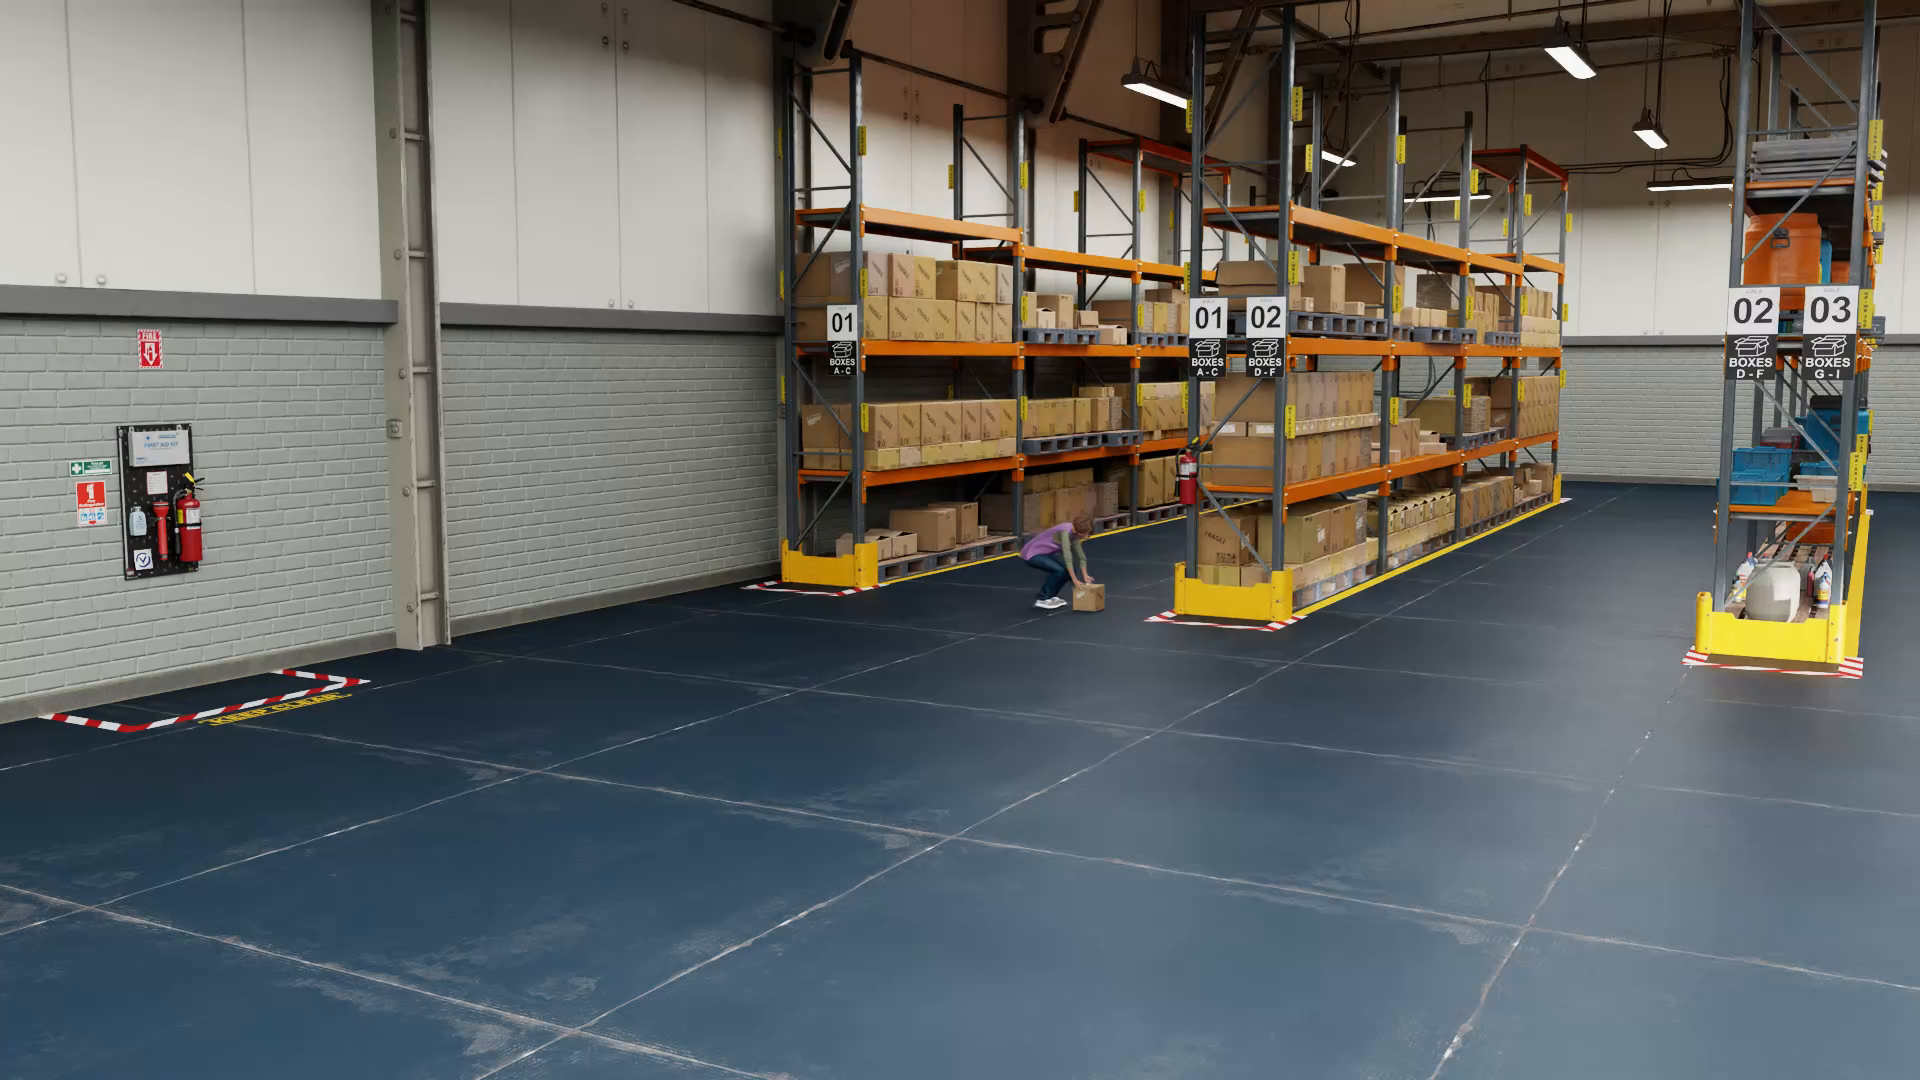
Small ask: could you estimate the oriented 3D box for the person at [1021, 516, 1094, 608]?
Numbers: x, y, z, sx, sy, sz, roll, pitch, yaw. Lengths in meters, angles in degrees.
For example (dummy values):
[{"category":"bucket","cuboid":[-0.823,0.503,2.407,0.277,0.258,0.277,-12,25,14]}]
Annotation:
[{"category":"person","cuboid":[1.029,0.223,17.466,0.779,0.963,0.450,3,7,28]}]
